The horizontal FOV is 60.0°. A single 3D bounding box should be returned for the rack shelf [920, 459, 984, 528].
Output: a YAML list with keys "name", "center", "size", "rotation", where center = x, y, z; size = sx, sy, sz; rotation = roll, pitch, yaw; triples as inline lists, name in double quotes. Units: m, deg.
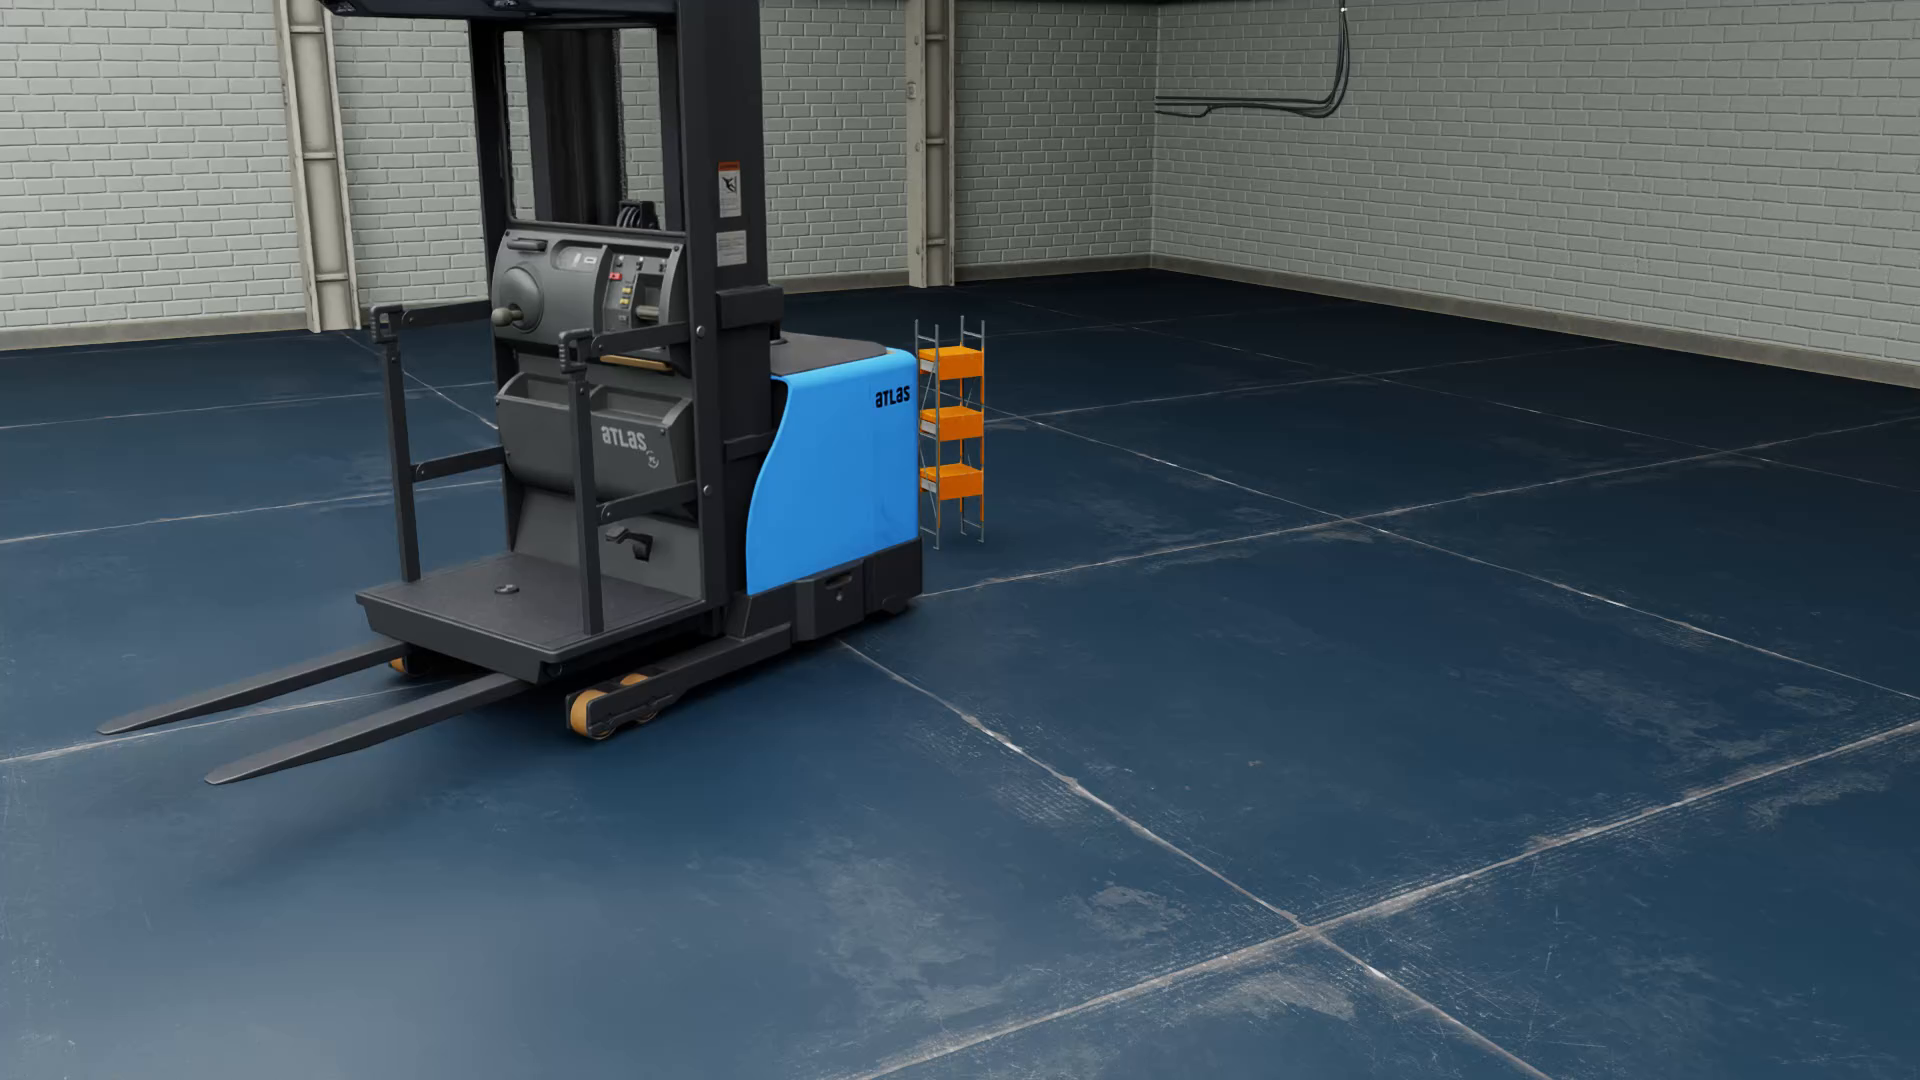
- name: "rack shelf"
  center: [-0.046, -0.220, 7.819]
  size: [0.240, 0.259, 0.215]
  rotation: [-9, 18, -30]

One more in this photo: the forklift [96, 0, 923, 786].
- name: "forklift"
  center: [-1.442, -0.894, 5.670]
  size: [1.130, 2.935, 3.031]
  rotation: [11, 19, 35]

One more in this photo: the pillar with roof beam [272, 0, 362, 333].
- name: "pillar with roof beam"
  center: [-3.226, -5.177, 9.706]
  size: [0.400, 9.000, 9.100]
  rotation: [-9, 18, -30]

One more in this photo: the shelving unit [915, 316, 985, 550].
- name: "shelving unit"
  center: [-0.046, -0.498, 7.742]
  size: [0.252, 1.050, 0.215]
  rotation: [-9, 18, -30]

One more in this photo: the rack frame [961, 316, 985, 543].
- name: "rack frame"
  center: [0.059, -0.515, 7.802]
  size: [0.008, 1.050, 0.200]
  rotation: [-9, 18, -30]

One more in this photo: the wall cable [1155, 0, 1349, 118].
- name: "wall cable"
  center: [2.906, -5.615, 17.023]
  size: [0.112, 2.526, 3.097]
  rotation: [-9, 18, -30]

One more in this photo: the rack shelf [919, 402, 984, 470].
- name: "rack shelf"
  center: [-0.046, -0.488, 7.744]
  size: [0.240, 0.259, 0.215]
  rotation: [-9, 18, -30]

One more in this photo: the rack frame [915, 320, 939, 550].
- name: "rack frame"
  center: [-0.150, -0.481, 7.681]
  size: [0.008, 1.050, 0.200]
  rotation: [-9, 18, -30]

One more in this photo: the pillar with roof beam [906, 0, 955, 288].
- name: "pillar with roof beam"
  center: [1.917, -6.011, 12.681]
  size: [0.400, 9.000, 9.100]
  rotation: [-9, 18, -30]

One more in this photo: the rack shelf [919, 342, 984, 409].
- name: "rack shelf"
  center: [-0.046, -0.761, 7.668]
  size: [0.240, 0.259, 0.215]
  rotation: [-9, 18, -30]
